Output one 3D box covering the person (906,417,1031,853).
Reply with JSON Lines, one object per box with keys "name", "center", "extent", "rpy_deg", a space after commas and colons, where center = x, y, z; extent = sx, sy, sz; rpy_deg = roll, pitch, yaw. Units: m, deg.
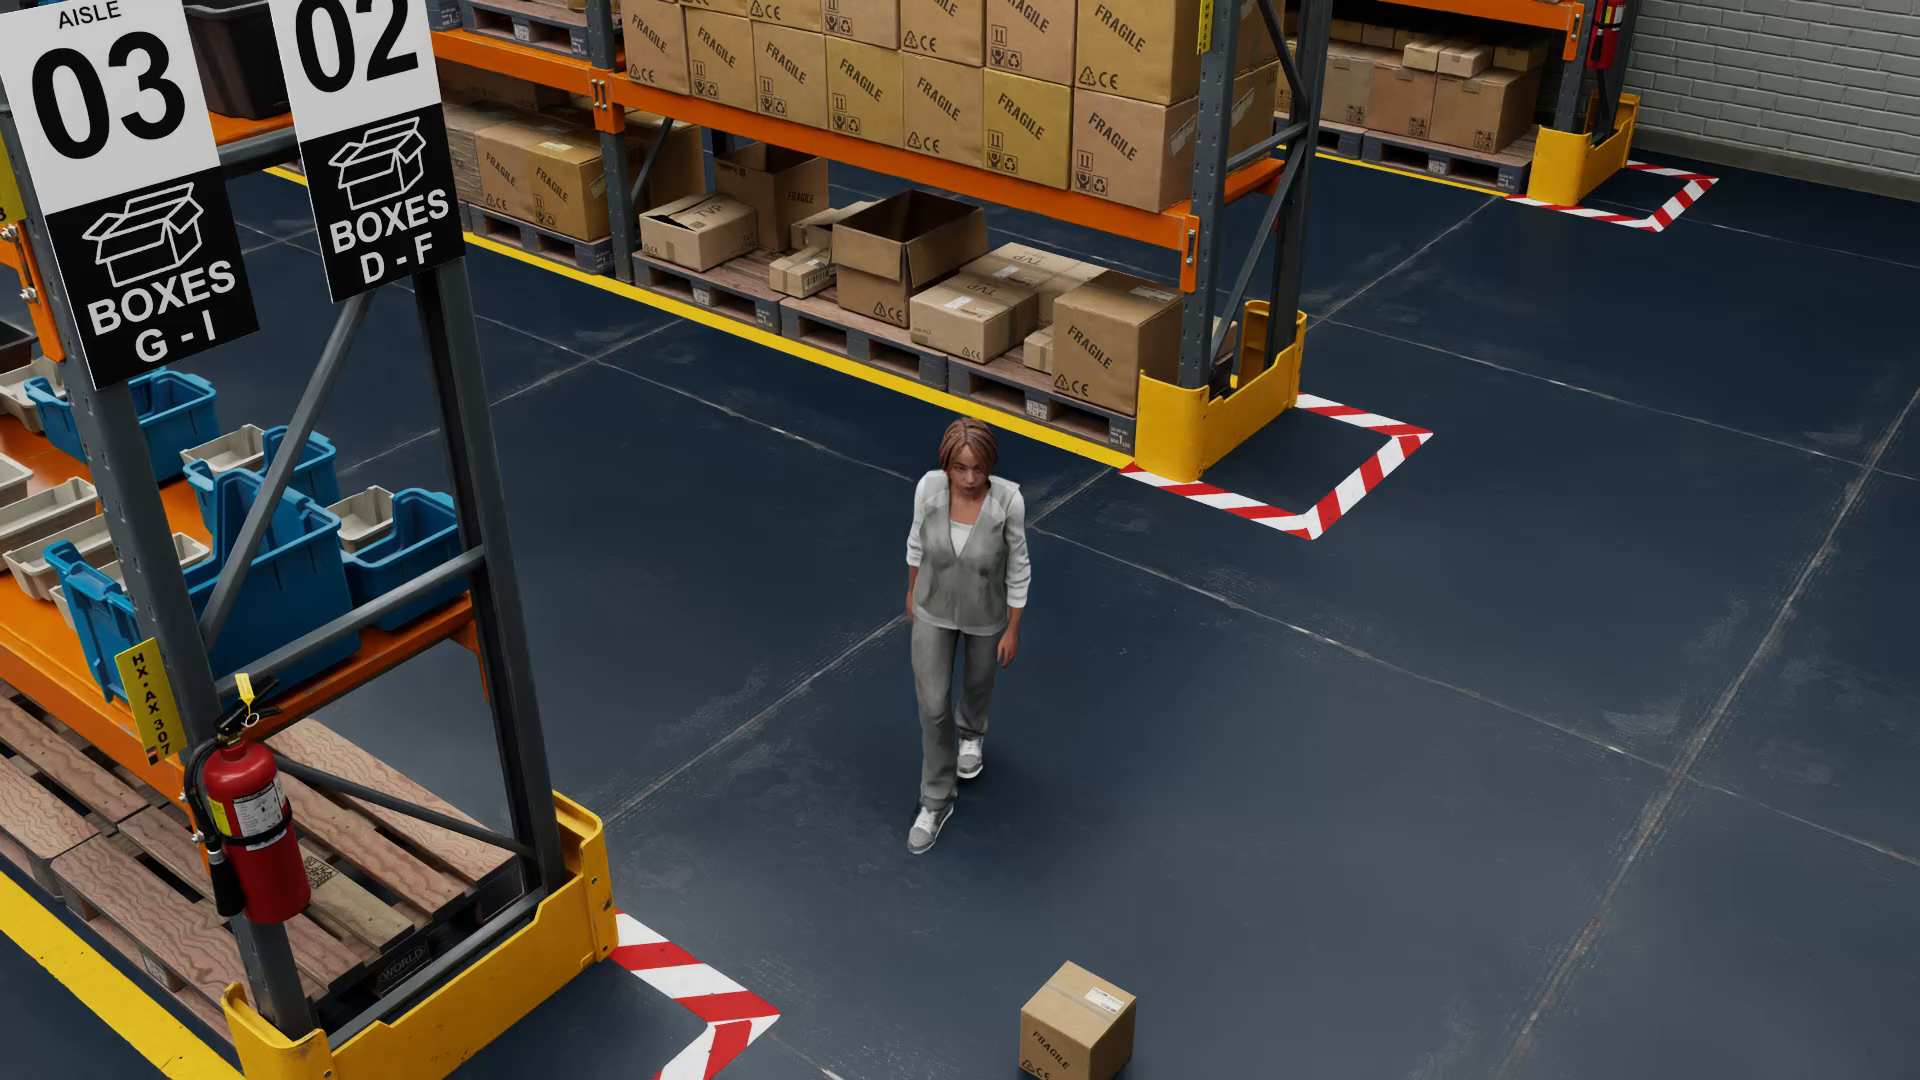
{"name": "person", "center": [0.023, 0.267, 5.720], "extent": [0.437, 1.609, 0.645], "rpy_deg": [2, 31, 3]}
